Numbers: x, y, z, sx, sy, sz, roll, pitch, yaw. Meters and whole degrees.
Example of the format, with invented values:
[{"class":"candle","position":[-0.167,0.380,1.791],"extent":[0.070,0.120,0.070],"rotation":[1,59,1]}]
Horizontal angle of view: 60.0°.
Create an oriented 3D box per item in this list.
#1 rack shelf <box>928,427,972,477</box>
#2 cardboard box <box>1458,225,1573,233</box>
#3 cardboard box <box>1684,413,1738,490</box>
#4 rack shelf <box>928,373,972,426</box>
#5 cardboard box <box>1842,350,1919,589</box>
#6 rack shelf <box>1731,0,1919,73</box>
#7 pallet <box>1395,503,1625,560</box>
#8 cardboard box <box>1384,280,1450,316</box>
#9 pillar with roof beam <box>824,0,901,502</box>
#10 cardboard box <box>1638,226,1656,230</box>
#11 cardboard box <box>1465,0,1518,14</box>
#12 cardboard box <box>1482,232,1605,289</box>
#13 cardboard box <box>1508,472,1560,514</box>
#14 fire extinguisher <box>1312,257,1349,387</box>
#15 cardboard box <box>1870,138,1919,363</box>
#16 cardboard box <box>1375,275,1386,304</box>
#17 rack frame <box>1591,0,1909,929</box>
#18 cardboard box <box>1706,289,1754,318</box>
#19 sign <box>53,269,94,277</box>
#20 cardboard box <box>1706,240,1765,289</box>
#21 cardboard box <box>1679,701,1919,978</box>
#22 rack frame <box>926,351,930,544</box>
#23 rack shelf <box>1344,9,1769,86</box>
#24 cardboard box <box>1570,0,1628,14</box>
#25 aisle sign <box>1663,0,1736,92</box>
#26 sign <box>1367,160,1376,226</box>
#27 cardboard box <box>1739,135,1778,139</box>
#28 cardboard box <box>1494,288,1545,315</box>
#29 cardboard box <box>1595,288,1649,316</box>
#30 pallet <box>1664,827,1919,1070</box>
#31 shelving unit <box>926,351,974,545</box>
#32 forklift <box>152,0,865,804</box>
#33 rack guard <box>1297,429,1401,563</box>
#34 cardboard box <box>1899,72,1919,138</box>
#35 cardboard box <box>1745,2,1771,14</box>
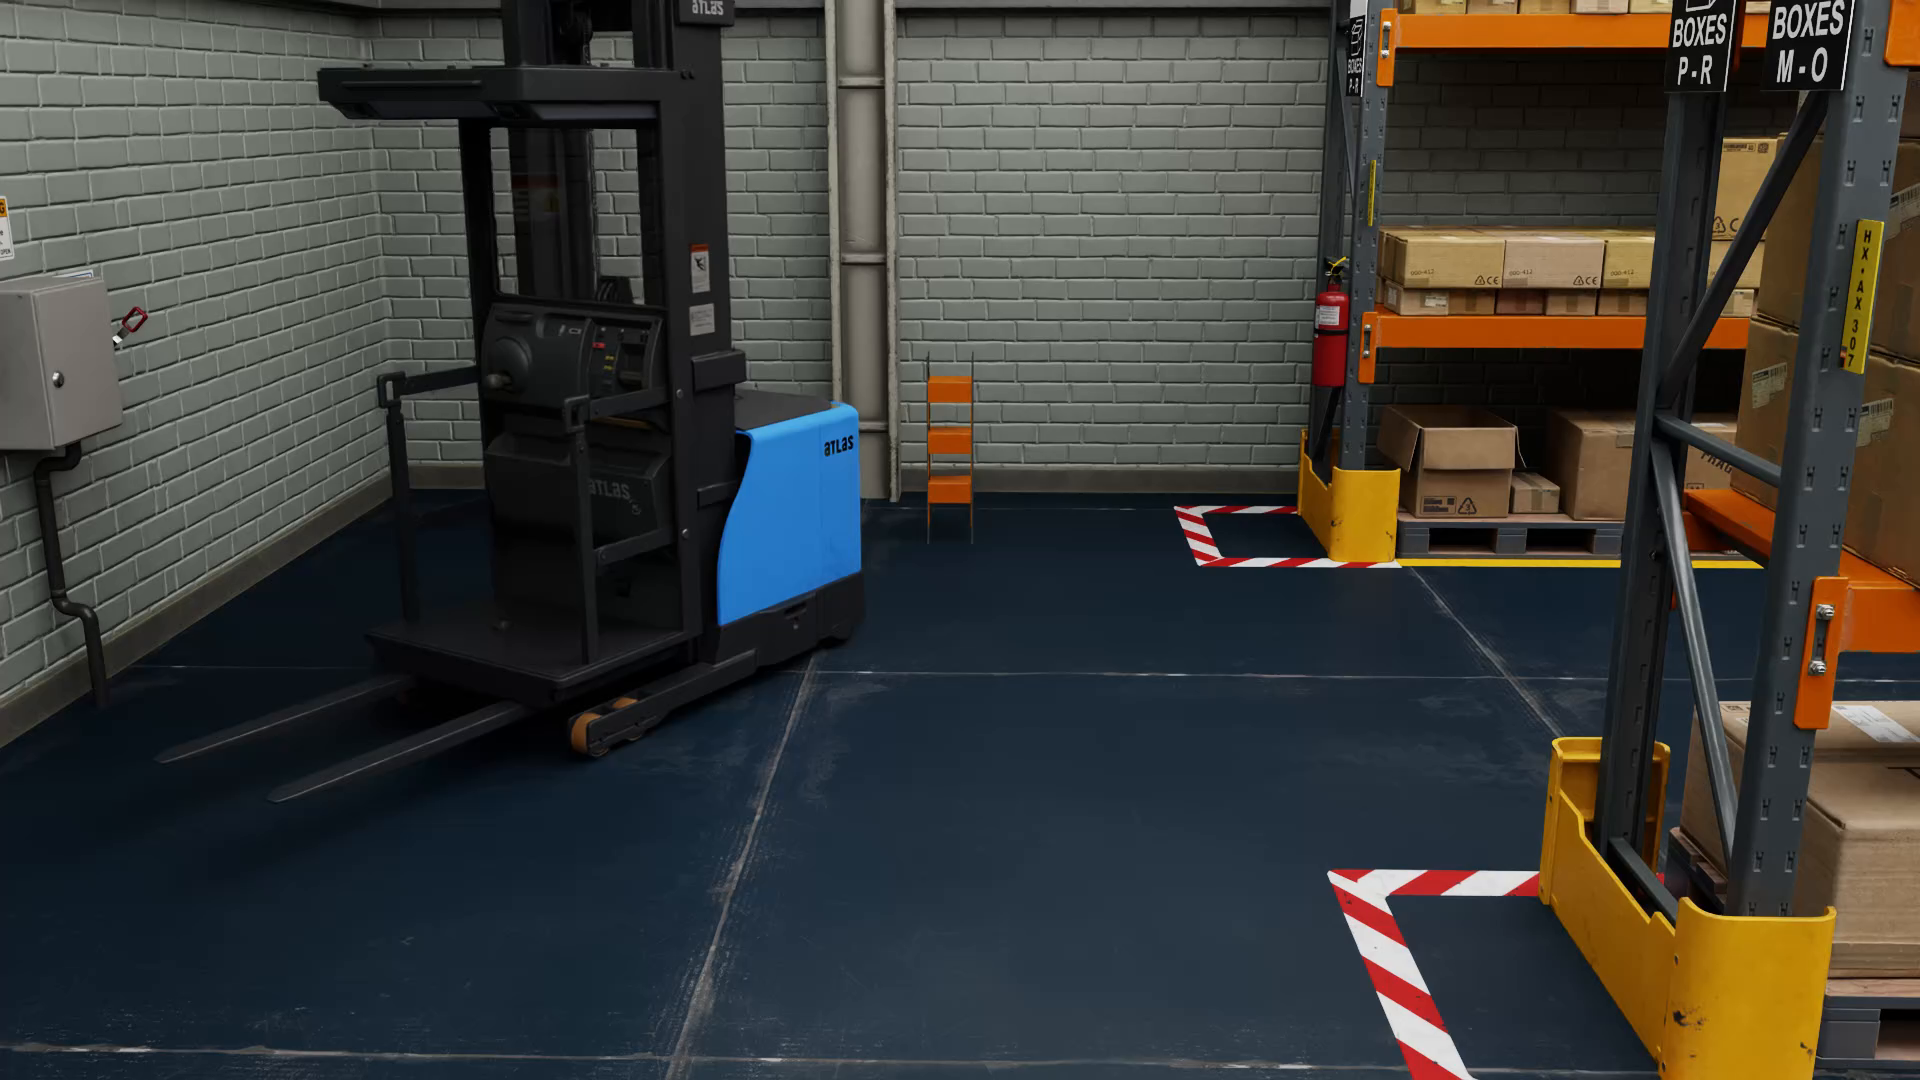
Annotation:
[{"class":"rack shelf","position":[-0.054,-0.498,9.210],"extent":[0.240,0.259,0.215],"rotation":[0,15,1]},{"class":"cardboard box","position":[3.081,-1.611,9.277],"extent":[0.500,0.250,0.500],"rotation":[0,15,2]},{"class":"cardboard box","position":[4.088,-0.401,9.055],"extent":[0.500,0.500,0.500],"rotation":[1,15,2]},{"class":"rack shelf","position":[-0.053,-0.772,9.138],"extent":[0.240,0.259,0.215],"rotation":[0,15,1]},{"class":"cardboard box","position":[2.449,-0.185,3.965],"extent":[0.500,0.500,0.500],"rotation":[0,15,1]},{"class":"rack shelf","position":[3.975,-1.302,3.927],"extent":[4.000,0.370,1.077],"rotation":[0,15,1]},{"class":"pallet","position":[2.972,-0.125,9.400],"extent":[1.213,0.211,1.003],"rotation":[0,15,1]},{"class":"cardboard box","position":[2.421,-1.285,8.824],"extent":[0.250,0.149,0.380],"rotation":[0,15,1]},{"class":"pillar with roof beam","position":[-0.683,-3.529,5.076],"extent":[0.400,9.000,9.100],"rotation":[0,15,1]},{"class":"cardboard box","position":[4.099,-1.603,9.247],"extent":[0.500,0.250,0.500],"rotation":[0,15,1]},{"class":"cardboard box","position":[2.675,-2.751,8.500],"extent":[0.250,0.149,0.380],"rotation":[1,15,2]},{"class":"cardboard box","position":[3.050,-1.475,8.762],"extent":[0.500,0.250,0.500],"rotation":[1,15,2]},{"class":"cardboard box","position":[3.132,-0.262,9.220],"extent":[0.250,0.149,0.380],"rotation":[0,15,-1]},{"class":"fire extinguisher","position":[1.940,-1.144,8.679],"extent":[0.183,0.674,0.296],"rotation":[0,15,1]},{"class":"cardboard box","position":[2.449,-0.669,3.839],"extent":[0.500,0.500,0.500],"rotation":[0,15,0]},{"class":"cardboard box","position":[2.437,-1.424,9.348],"extent":[0.250,0.149,0.380],"rotation":[0,15,1]},{"class":"rack frame","position":[1.976,-0.213,4.267],"extent":[0.127,3.000,1.000],"rotation":[0,15,1]},{"class":"cardboard box","position":[3.971,-1.268,8.757],"extent":[0.250,0.149,0.380],"rotation":[1,15,3]},{"class":"sign","position":[-3.656,-0.860,6.905],"extent":[0.001,0.494,0.329],"rotation":[0,15,1]},{"class":"cardboard box","position":[4.068,-1.475,8.761],"extent":[0.500,0.250,0.500],"rotation":[0,15,0]},{"class":"cardboard box","position":[2.638,0.802,4.620],"extent":[0.875,0.438,0.875],"rotation":[0,15,0]},{"class":"rack frame","position":[-0.175,-0.509,9.210],"extent":[0.008,1.050,0.200],"rotation":[0,15,1]},{"class":"rack shelf","position":[4.099,-2.568,8.725],"extent":[4.000,0.370,1.077],"rotation":[0,15,1]},{"class":"cardboard box","position":[3.177,-2.717,8.372],"extent":[0.250,0.149,0.380],"rotation":[1,15,3]},{"class":"aisle sign","position":[1.912,-1.549,4.237],"extent":[0.004,0.787,0.394],"rotation":[0,15,1]},{"class":"sign","position":[2.085,-1.759,8.430],"extent":[0.005,0.325,0.100],"rotation":[0,15,1]},{"class":"cardboard box","position":[4.616,-1.964,9.145],"extent":[0.500,0.500,0.500],"rotation":[0,15,0]},{"class":"cardboard box","position":[2.940,-1.302,8.889],"extent":[0.250,0.149,0.380],"rotation":[0,15,1]},{"class":"cardboard box","position":[3.457,-1.285,8.823],"extent":[0.250,0.149,0.380],"rotation":[1,15,2]},{"class":"pallet","position":[2.777,1.121,4.678],"extent":[1.213,0.211,1.003],"rotation":[0,15,1]},{"class":"shelving unit","position":[-0.053,-0.508,9.207],"extent":[0.252,1.050,0.215],"rotation":[0,15,1]},{"class":"forklift","position":[-1.651,-0.737,6.387],"extent":[1.130,2.935,3.031],"rotation":[9,17,31]},{"class":"rack guard","position":[2.175,-0.270,9.382],"extent":[0.348,0.500,1.175],"rotation":[0,15,1]},{"class":"cardboard box","position":[2.324,-0.985,3.767],"extent":[0.250,0.149,0.380],"rotation":[1,15,3]},{"class":"cardboard box","position":[3.942,-2.711,8.350],"extent":[0.250,0.149,0.380],"rotation":[0,15,2]}]
